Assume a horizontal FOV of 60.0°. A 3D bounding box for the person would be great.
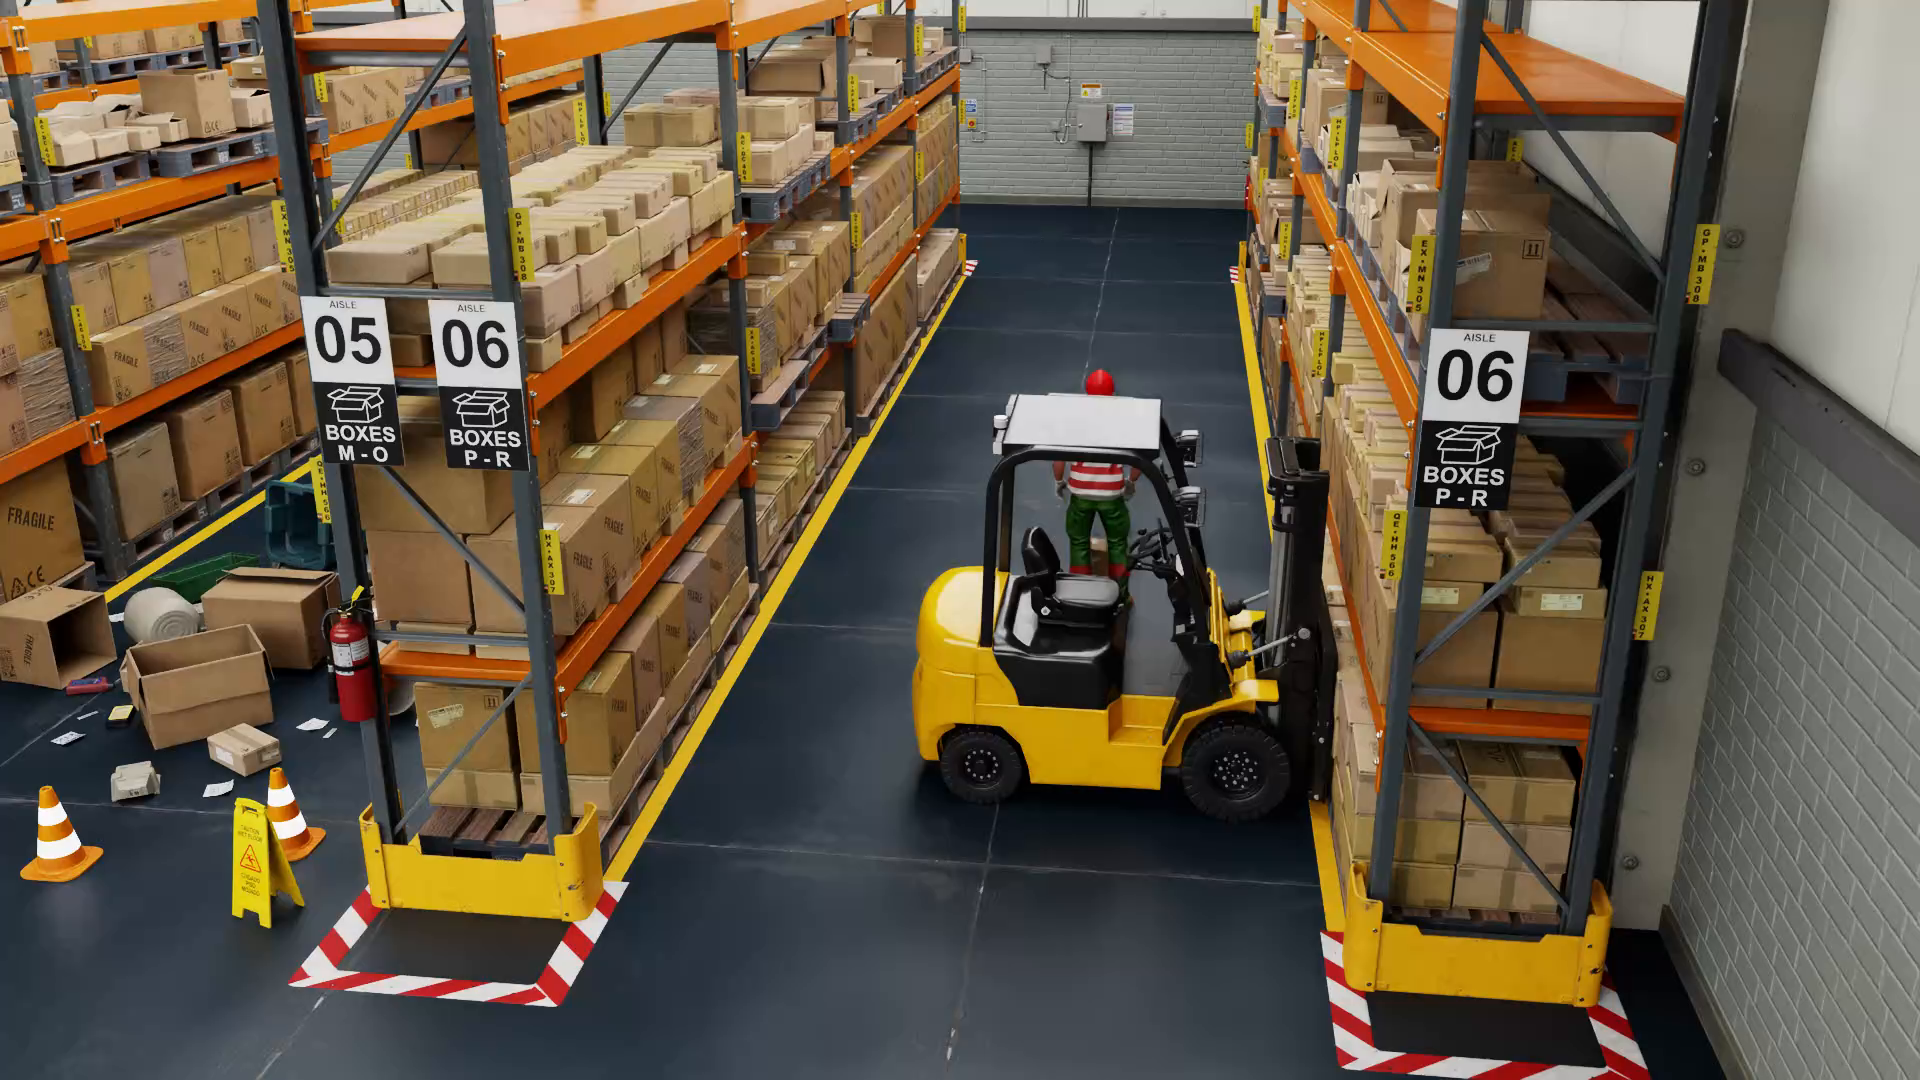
[{"bbox_3d":[1.002,-0.346,11.992,0.650,1.757,0.507,2,21,5],"label":"person"}]
